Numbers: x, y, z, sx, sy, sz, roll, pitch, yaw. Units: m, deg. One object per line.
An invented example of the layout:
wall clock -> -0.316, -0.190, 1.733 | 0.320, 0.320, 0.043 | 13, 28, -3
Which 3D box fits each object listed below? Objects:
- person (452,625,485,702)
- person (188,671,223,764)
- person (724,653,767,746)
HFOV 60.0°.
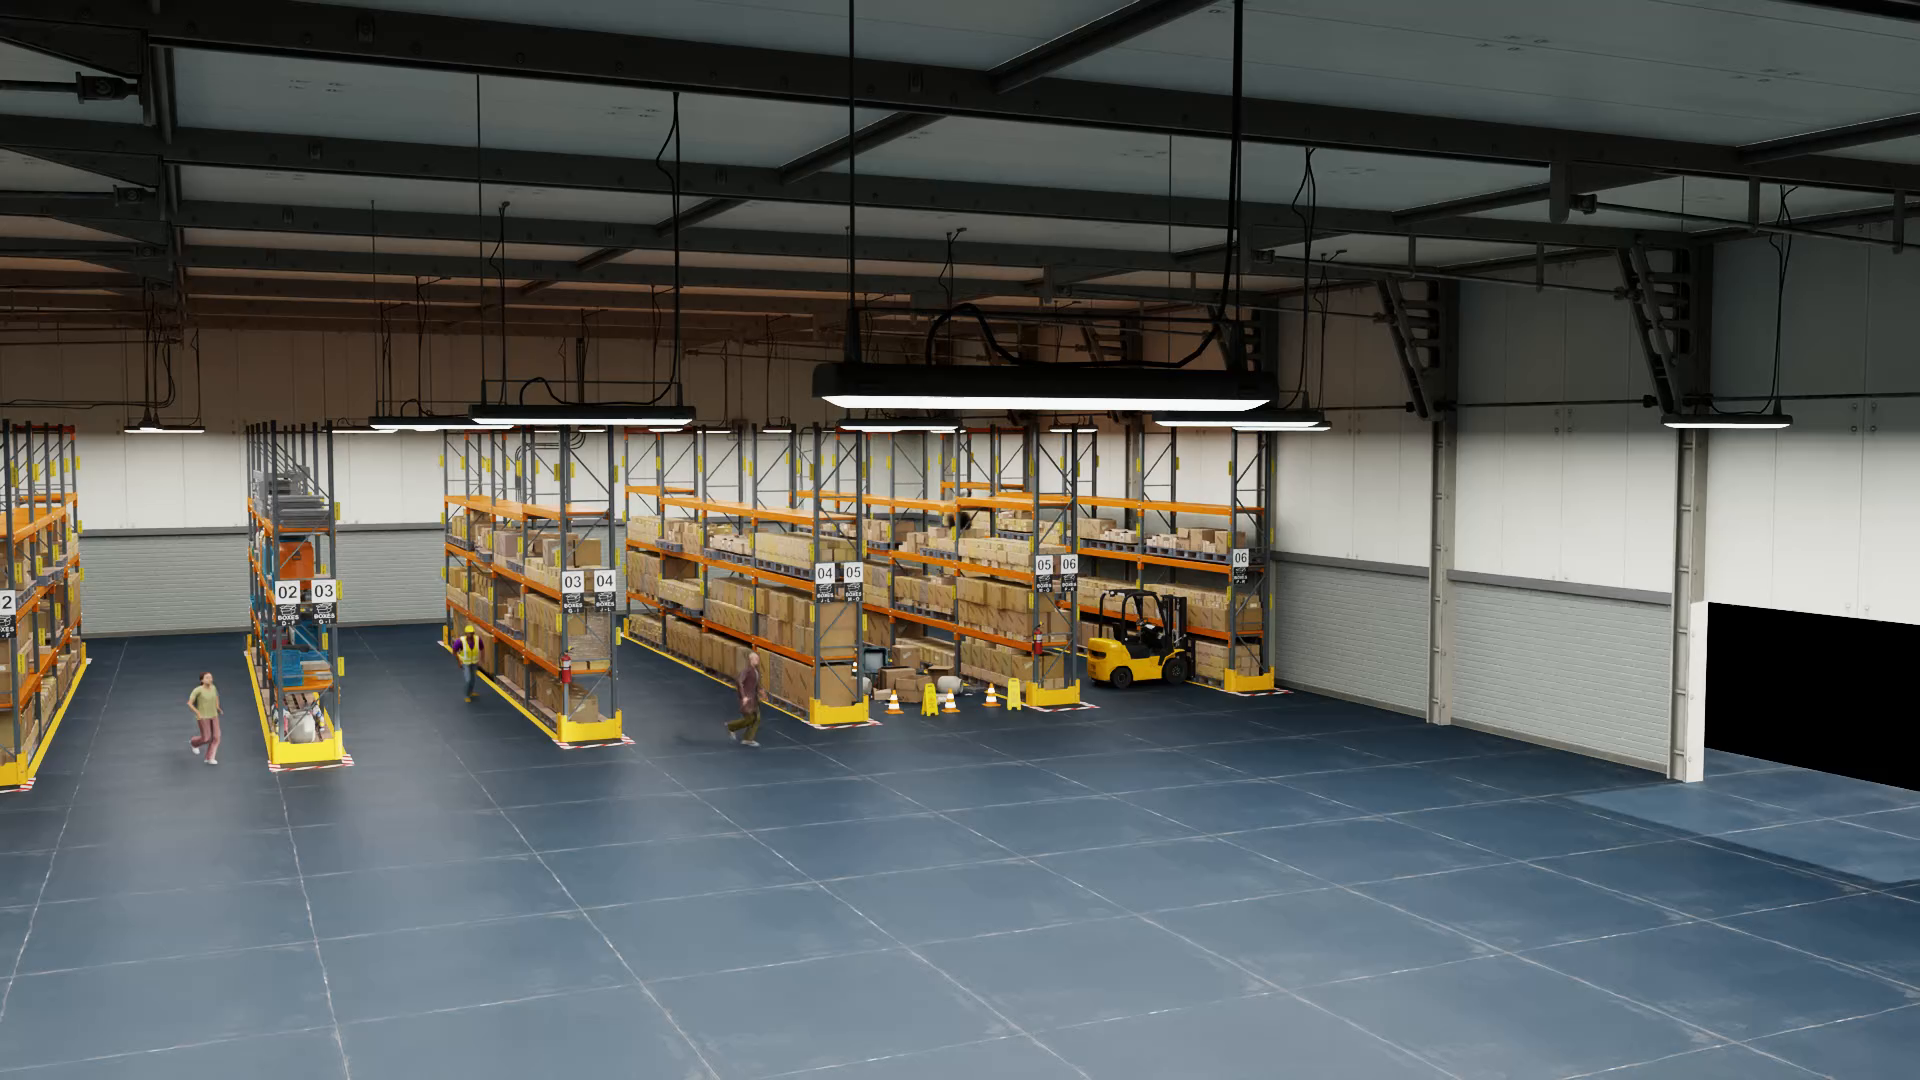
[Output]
person -> -10.592, 2.648, 35.847 | 0.707, 1.677, 0.880 | -3, 5, -43
person -> -13.227, 3.104, 29.125 | 0.688, 1.612, 0.591 | 3, 4, 35
person -> -4.000, 2.947, 30.847 | 0.763, 1.730, 0.730 | 1, 4, 15
